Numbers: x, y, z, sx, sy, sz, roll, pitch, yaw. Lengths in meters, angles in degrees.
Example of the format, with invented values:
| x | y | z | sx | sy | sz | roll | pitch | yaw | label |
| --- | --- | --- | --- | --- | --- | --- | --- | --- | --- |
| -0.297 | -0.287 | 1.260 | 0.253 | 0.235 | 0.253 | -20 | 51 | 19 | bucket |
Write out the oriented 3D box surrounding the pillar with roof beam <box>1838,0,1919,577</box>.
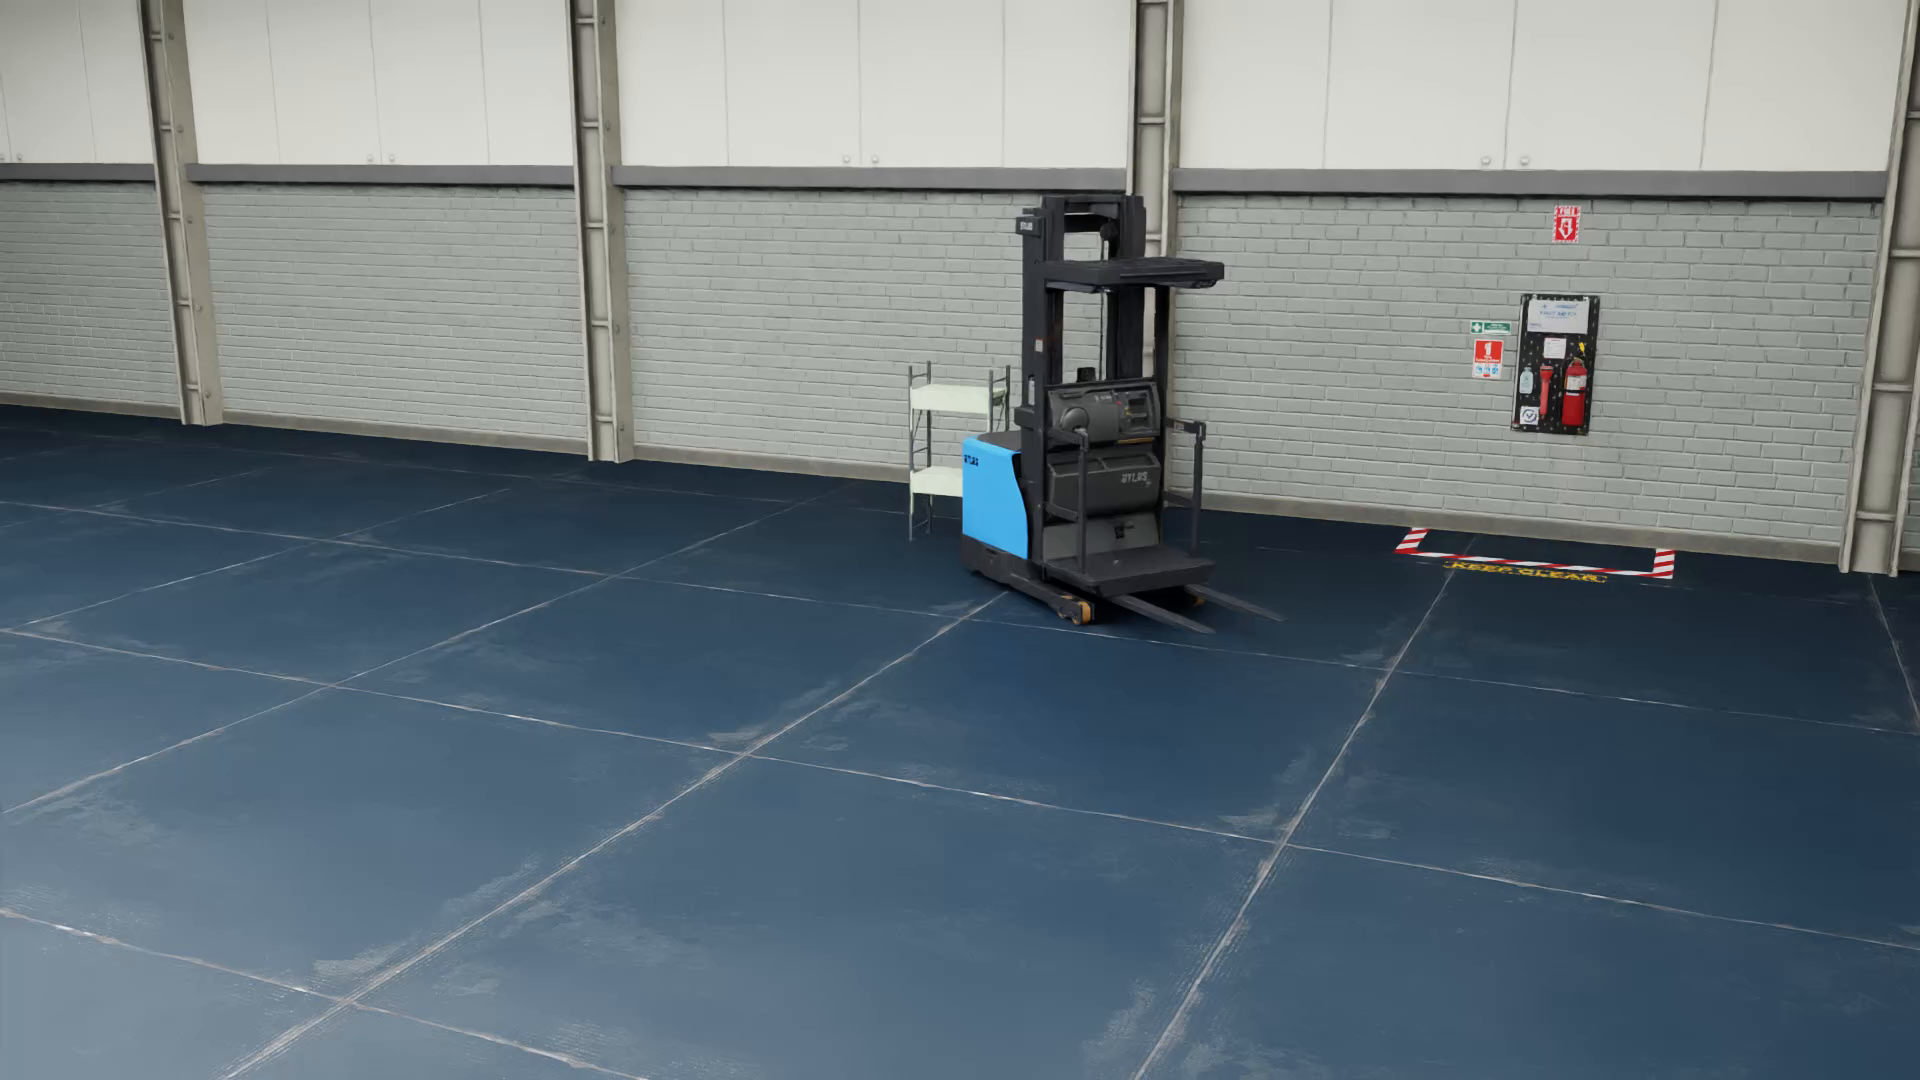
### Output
| x | y | z | sx | sy | sz | roll | pitch | yaw | label |
| --- | --- | --- | --- | --- | --- | --- | --- | --- | --- |
| 5.470 | -3.240 | 8.364 | 0.400 | 9.000 | 9.100 | 6 | 14 | 23 | pillar with roof beam |

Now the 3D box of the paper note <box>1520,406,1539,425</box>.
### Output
| x | y | z | sx | sy | sz | roll | pitch | yaw | label |
| --- | --- | --- | --- | --- | --- | --- | --- | --- | --- |
| 4.835 | -1.057 | 14.122 | 0.142 | 0.148 | 0.016 | 6 | 14 | 23 | paper note |

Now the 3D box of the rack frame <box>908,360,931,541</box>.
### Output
| x | y | z | sx | sy | sz | roll | pitch | yaw | label |
| --- | --- | --- | --- | --- | --- | --- | --- | --- | --- |
| -0.341 | -0.765 | 14.230 | 0.023 | 1.500 | 0.400 | 6 | 14 | 23 | rack frame |

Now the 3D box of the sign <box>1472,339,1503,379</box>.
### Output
| x | y | z | sx | sy | sz | roll | pitch | yaw | label |
| --- | --- | --- | --- | --- | --- | --- | --- | --- | --- |
| 4.506 | -1.545 | 14.196 | 0.234 | 0.329 | 0.001 | 6 | 14 | 23 | sign |

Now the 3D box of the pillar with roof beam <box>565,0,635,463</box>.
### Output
| x | y | z | sx | sy | sz | roll | pitch | yaw | label |
| --- | --- | --- | --- | --- | --- | --- | --- | --- | --- |
| -5.502 | -4.350 | 13.096 | 0.400 | 9.000 | 9.100 | 6 | 14 | 23 | pillar with roof beam |

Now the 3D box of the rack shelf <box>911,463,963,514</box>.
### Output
| x | y | z | sx | sy | sz | roll | pitch | yaw | label |
| --- | --- | --- | --- | --- | --- | --- | --- | --- | --- |
| -0.006 | -0.413 | 14.161 | 0.720 | 0.370 | 0.431 | 6 | 14 | 23 | rack shelf |

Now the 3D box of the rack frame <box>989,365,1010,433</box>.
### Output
| x | y | z | sx | sy | sz | roll | pitch | yaw | label |
| --- | --- | --- | --- | --- | --- | --- | --- | --- | --- |
| 0.329 | -0.697 | 13.942 | 0.023 | 1.500 | 0.400 | 6 | 14 | 23 | rack frame |

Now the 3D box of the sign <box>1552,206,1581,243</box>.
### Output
| x | y | z | sx | sy | sz | roll | pitch | yaw | label |
| --- | --- | --- | --- | --- | --- | --- | --- | --- | --- |
| 5.002 | -2.605 | 13.717 | 0.199 | 0.298 | 0.001 | 6 | 14 | 23 | sign |

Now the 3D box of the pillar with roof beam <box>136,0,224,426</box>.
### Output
| x | y | z | sx | sy | sz | roll | pitch | yaw | label |
| --- | --- | --- | --- | --- | --- | --- | --- | --- | --- |
| -10.988 | -4.906 | 15.462 | 0.400 | 9.000 | 9.100 | 6 | 14 | 23 | pillar with roof beam |

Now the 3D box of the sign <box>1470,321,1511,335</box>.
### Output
| x | y | z | sx | sy | sz | roll | pitch | yaw | label |
| --- | --- | --- | --- | --- | --- | --- | --- | --- | --- |
| 4.506 | -1.801 | 14.126 | 0.331 | 0.109 | 0.001 | 6 | 14 | 23 | sign |

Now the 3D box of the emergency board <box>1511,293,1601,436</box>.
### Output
| x | y | z | sx | sy | sz | roll | pitch | yaw | label |
| --- | --- | --- | --- | --- | --- | --- | --- | --- | --- |
| 4.969 | -1.455 | 13.890 | 0.643 | 1.169 | 0.194 | 6 | 14 | 23 | emergency board |

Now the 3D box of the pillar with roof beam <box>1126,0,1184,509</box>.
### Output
| x | y | z | sx | sy | sz | roll | pitch | yaw | label |
| --- | --- | --- | --- | --- | --- | --- | --- | --- | --- |
| -0.016 | -3.795 | 10.730 | 0.400 | 9.000 | 9.100 | 6 | 14 | 23 | pillar with roof beam |

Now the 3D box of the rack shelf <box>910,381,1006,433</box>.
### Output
| x | y | z | sx | sy | sz | roll | pitch | yaw | label |
| --- | --- | --- | --- | --- | --- | --- | --- | --- | --- |
| -0.006 | -1.111 | 13.997 | 0.720 | 0.370 | 0.431 | 6 | 14 | 23 | rack shelf |

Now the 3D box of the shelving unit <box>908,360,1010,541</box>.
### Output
| x | y | z | sx | sy | sz | roll | pitch | yaw | label |
| --- | --- | --- | --- | --- | --- | --- | --- | --- | --- |
| -0.006 | -0.731 | 14.086 | 0.755 | 1.500 | 0.431 | 6 | 14 | 23 | shelving unit |

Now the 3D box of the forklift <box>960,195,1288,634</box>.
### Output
| x | y | z | sx | sy | sz | roll | pitch | yaw | label |
| --- | --- | --- | --- | --- | --- | --- | --- | --- | --- |
| 1.155 | -0.947 | 11.875 | 1.130 | 2.935 | 3.031 | -7 | 15 | -28 | forklift |
